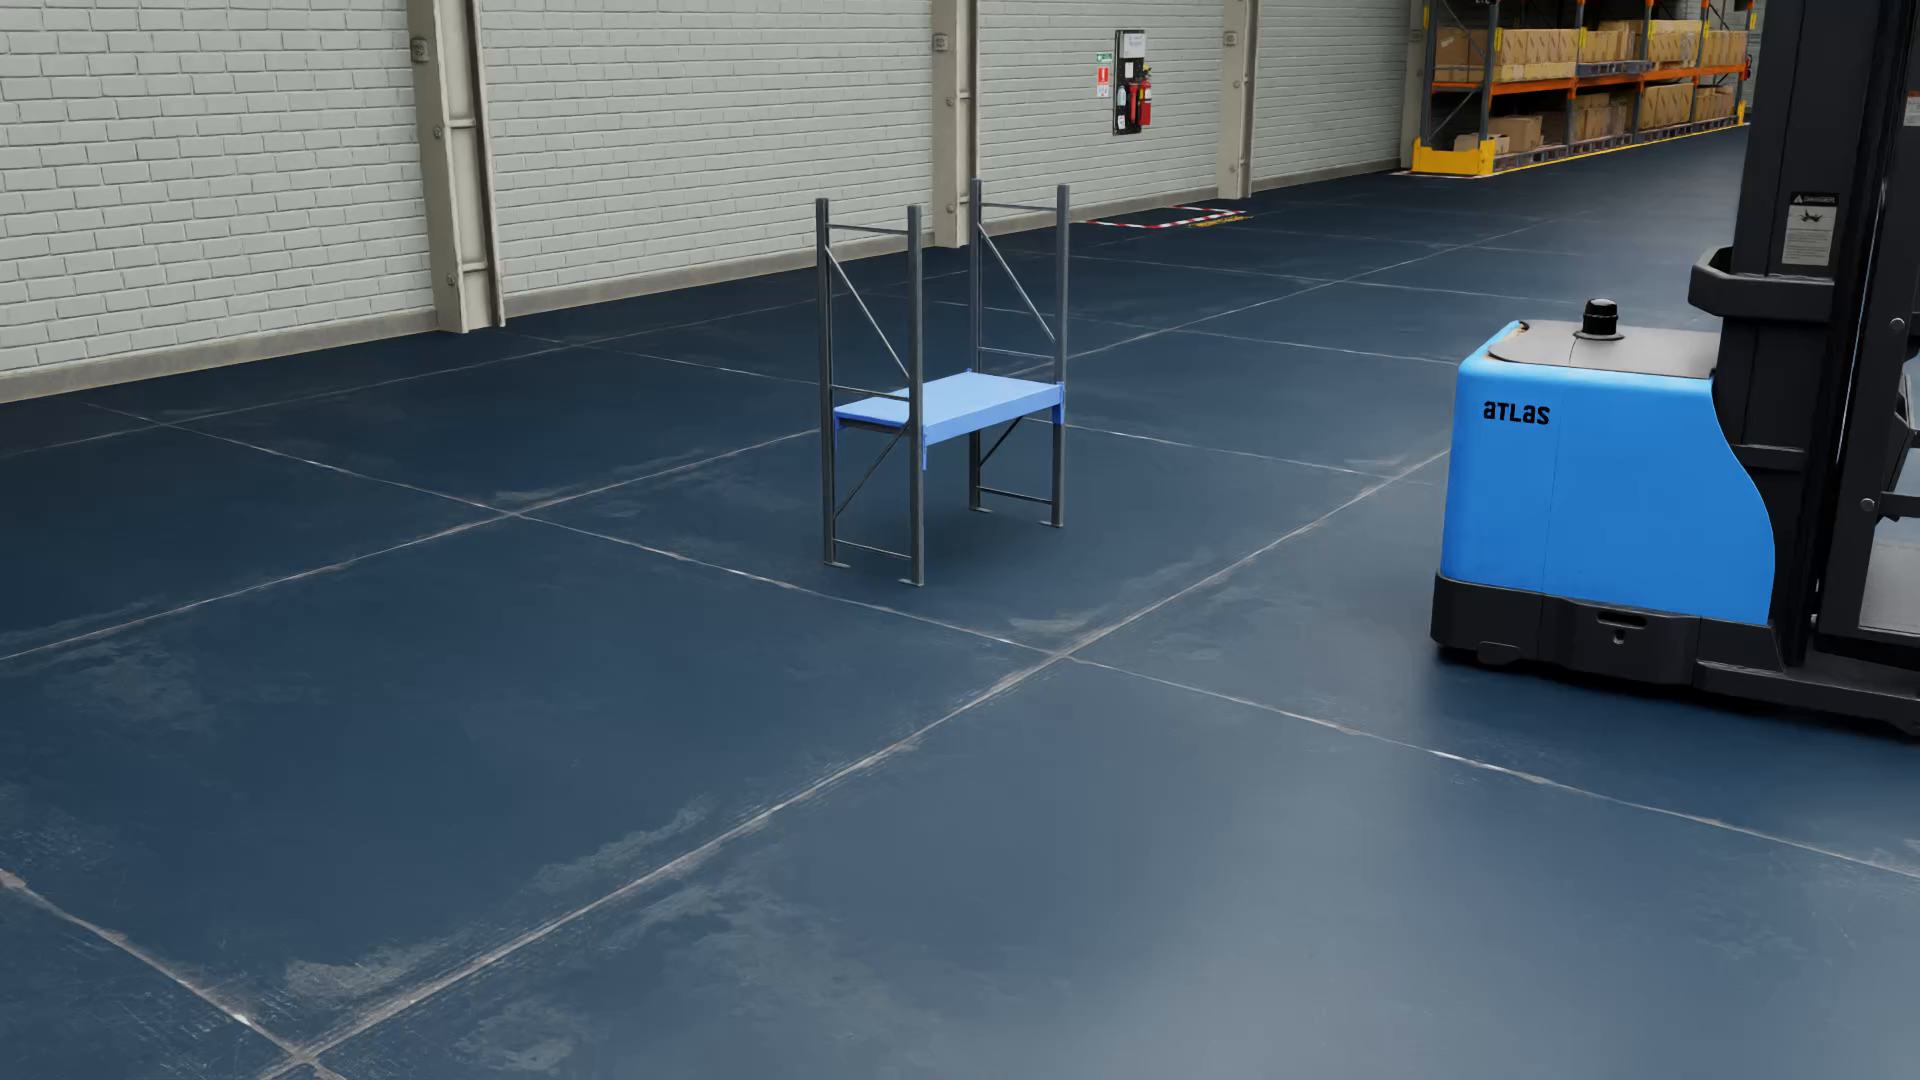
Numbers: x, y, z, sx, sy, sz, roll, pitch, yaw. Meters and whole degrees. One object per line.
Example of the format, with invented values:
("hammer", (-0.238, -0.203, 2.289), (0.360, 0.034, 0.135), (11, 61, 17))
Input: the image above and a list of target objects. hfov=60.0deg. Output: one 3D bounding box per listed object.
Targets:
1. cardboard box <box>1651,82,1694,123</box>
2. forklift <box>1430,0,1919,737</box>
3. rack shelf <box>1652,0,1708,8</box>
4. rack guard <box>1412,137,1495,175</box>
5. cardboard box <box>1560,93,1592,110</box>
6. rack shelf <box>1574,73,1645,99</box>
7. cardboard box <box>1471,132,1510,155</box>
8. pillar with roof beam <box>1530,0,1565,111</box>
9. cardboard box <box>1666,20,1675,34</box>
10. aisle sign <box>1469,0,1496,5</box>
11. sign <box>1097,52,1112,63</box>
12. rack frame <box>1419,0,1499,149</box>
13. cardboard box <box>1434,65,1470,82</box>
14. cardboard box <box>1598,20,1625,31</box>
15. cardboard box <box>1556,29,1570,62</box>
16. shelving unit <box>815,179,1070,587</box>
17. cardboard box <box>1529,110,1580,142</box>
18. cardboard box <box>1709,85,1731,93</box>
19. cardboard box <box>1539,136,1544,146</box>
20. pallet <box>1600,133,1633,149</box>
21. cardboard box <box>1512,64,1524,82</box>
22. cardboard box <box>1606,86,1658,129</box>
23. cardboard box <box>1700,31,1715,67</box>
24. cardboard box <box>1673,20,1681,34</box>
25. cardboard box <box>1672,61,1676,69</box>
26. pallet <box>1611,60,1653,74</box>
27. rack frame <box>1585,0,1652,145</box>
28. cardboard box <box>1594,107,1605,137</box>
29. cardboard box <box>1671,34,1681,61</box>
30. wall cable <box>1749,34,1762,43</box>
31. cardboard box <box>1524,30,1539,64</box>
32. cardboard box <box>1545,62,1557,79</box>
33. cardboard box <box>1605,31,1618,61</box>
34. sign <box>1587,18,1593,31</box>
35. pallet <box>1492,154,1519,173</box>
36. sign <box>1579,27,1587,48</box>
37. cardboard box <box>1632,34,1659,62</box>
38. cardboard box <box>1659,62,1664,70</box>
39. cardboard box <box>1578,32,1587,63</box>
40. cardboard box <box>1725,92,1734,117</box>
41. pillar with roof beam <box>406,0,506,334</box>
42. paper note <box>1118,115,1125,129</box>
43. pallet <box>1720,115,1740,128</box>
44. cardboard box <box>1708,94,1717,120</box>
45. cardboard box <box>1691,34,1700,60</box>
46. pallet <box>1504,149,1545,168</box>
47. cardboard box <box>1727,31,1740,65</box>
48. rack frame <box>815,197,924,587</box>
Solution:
("cardboard box", (14.254, -8.826, 33.525), (0.750, 0.750, 0.750), (13, 21, 35))
("forklift", (3.215, -0.899, 5.198), (3.031, 2.935, 1.130), (9, 19, 26))
("rack shelf", (13.345, -10.443, 31.969), (1.077, 0.370, 4.000), (12, 21, 35))
("rack guard", (7.432, -5.796, 25.066), (1.175, 0.500, 0.348), (12, 21, 35))
("cardboard box", (10.762, -7.708, 29.214), (0.500, 0.250, 0.500), (12, 21, 33))
("rack shelf", (10.962, -8.058, 29.346), (1.077, 0.370, 4.000), (12, 21, 35))
("cardboard box", (8.211, -6.183, 25.887), (0.500, 0.311, 0.500), (15, 22, 39))
("pillar with roof beam", (14.142, -10.825, 26.929), (9.100, 9.000, 0.400), (12, 21, 35))
("cardboard box", (13.245, -9.745, 31.600), (0.500, 0.250, 0.500), (13, 21, 35))
("aisle sign", (7.585, -8.143, 24.026), (0.394, 0.787, 0.004), (12, 21, 35))
("sign", (1.629, -5.437, 18.740), (0.001, 0.109, 0.331), (12, 21, 35))
("rack frame", (7.387, -6.972, 24.637), (1.000, 3.000, 0.127), (12, 21, 35))
("cardboard box", (7.510, -7.056, 25.125), (0.500, 0.250, 0.500), (13, 21, 35))
("cardboard box", (12.215, -9.589, 31.095), (0.500, 0.250, 0.500), (13, 22, 36))
("cardboard box", (9.444, -7.934, 26.689), (0.500, 0.500, 0.500), (12, 21, 34))
("shelving unit", (-0.051, -0.696, 6.956), (0.538, 1.500, 1.048), (12, 21, 35))
("cardboard box", (10.195, -7.119, 28.585), (0.700, 0.500, 0.500), (13, 22, 37))
("cardboard box", (16.501, -9.791, 36.129), (0.380, 0.149, 0.250), (13, 22, 36))
("cardboard box", (9.475, -6.649, 27.633), (0.380, 0.166, 0.250), (9, 20, 28))
("pallet", (11.687, -7.360, 30.588), (1.003, 0.211, 1.213), (12, 21, 35))
("cardboard box", (8.230, -7.096, 25.257), (0.500, 0.250, 0.500), (12, 21, 33))
("cardboard box", (12.697, -8.203, 31.519), (0.750, 0.750, 0.750), (12, 21, 34))
("cardboard box", (14.873, -10.100, 34.203), (0.980, 0.700, 0.700), (13, 21, 36))
("cardboard box", (13.545, -9.868, 31.995), (0.500, 0.250, 0.500), (12, 21, 34))
("cardboard box", (13.770, -9.294, 32.505), (0.380, 0.149, 0.250), (12, 21, 33))
("pallet", (11.814, -8.597, 30.194), (1.213, 0.211, 1.003), (12, 21, 35))
("rack frame", (12.153, -8.877, 30.773), (1.000, 3.000, 0.127), (12, 21, 35))
("cardboard box", (11.093, -7.488, 29.771), (0.700, 0.500, 0.500), (12, 21, 34))
("cardboard box", (13.568, -9.514, 32.118), (0.500, 0.500, 0.500), (13, 22, 36))
("wall cable", (20.577, -13.449, 40.614), (3.097, 2.526, 0.112), (12, 21, 35))
("cardboard box", (8.528, -7.567, 25.507), (0.500, 0.500, 0.500), (12, 21, 33))
("cardboard box", (9.140, -7.457, 26.417), (0.500, 0.250, 0.500), (12, 21, 34))
("cardboard box", (11.157, -8.721, 29.359), (0.700, 0.500, 0.500), (12, 21, 35))
("sign", (11.706, -9.528, 30.915), (0.100, 0.325, 0.005), (12, 21, 35))
("pallet", (7.944, -5.846, 25.712), (1.003, 0.211, 1.213), (12, 21, 35))
("sign", (10.210, -8.244, 27.274), (0.100, 0.325, 0.005), (12, 21, 35))
("cardboard box", (12.648, -9.147, 30.938), (0.500, 0.500, 0.500), (13, 22, 36))
("cardboard box", (13.280, -9.116, 31.931), (0.380, 0.149, 0.250), (13, 21, 36))
("cardboard box", (10.101, -8.298, 27.996), (0.700, 0.500, 0.500), (12, 21, 35))
("cardboard box", (16.583, -9.605, 36.624), (0.700, 0.500, 0.500), (12, 21, 35))
("pillar with roof beam", (-0.159, -5.109, 8.521), (9.100, 9.000, 0.400), (12, 21, 35))
("paper note", (1.870, -4.830, 19.225), (0.016, 0.148, 0.142), (12, 21, 35))
("pallet", (16.507, -9.247, 36.665), (1.003, 0.211, 1.213), (12, 21, 35))
("cardboard box", (15.674, -9.238, 35.440), (0.700, 0.500, 0.500), (13, 21, 36))
("cardboard box", (14.464, -9.875, 33.282), (0.500, 0.500, 0.500), (12, 21, 34))
("pallet", (8.672, -6.135, 26.644), (1.003, 0.211, 1.213), (12, 21, 35))
("cardboard box", (16.200, -10.628, 35.903), (0.980, 0.700, 0.700), (12, 21, 34))
("rack frame", (-0.354, -0.575, 6.566), (0.500, 1.500, 0.032), (12, 21, 35))
